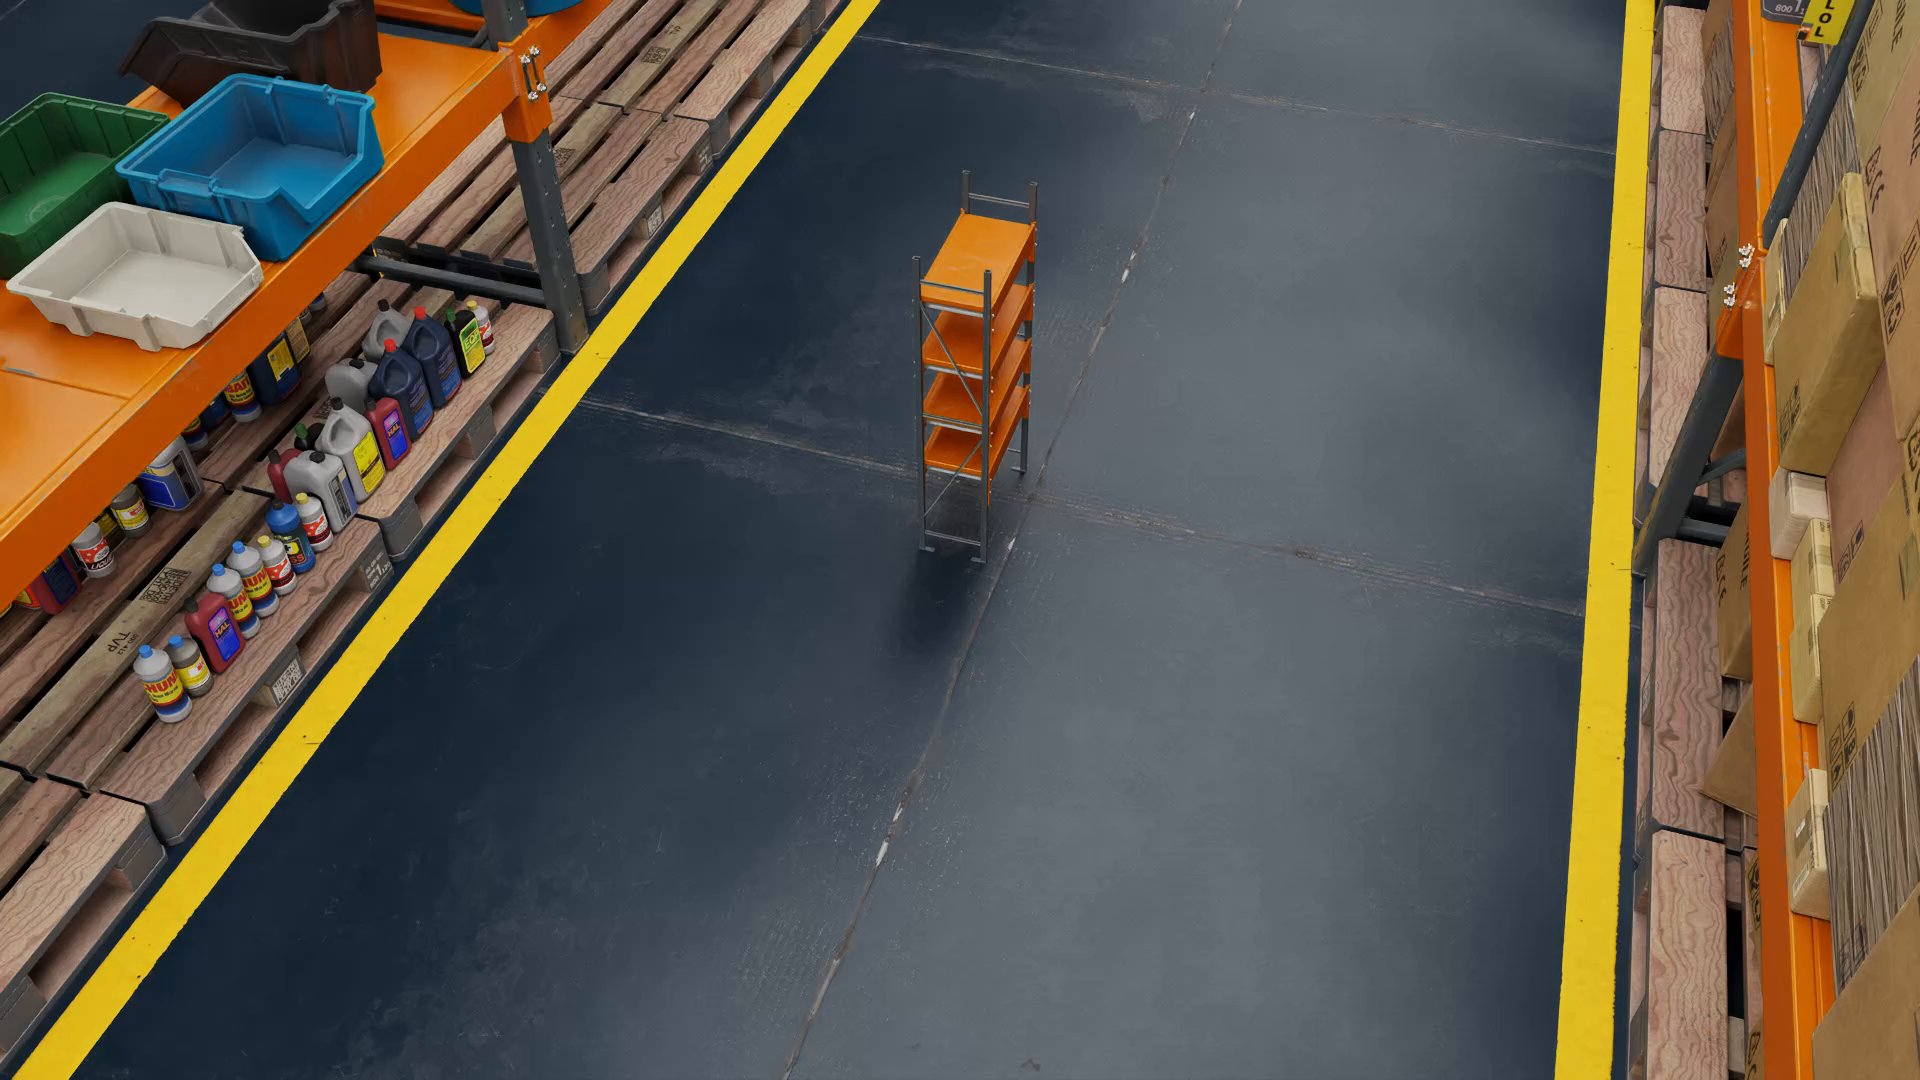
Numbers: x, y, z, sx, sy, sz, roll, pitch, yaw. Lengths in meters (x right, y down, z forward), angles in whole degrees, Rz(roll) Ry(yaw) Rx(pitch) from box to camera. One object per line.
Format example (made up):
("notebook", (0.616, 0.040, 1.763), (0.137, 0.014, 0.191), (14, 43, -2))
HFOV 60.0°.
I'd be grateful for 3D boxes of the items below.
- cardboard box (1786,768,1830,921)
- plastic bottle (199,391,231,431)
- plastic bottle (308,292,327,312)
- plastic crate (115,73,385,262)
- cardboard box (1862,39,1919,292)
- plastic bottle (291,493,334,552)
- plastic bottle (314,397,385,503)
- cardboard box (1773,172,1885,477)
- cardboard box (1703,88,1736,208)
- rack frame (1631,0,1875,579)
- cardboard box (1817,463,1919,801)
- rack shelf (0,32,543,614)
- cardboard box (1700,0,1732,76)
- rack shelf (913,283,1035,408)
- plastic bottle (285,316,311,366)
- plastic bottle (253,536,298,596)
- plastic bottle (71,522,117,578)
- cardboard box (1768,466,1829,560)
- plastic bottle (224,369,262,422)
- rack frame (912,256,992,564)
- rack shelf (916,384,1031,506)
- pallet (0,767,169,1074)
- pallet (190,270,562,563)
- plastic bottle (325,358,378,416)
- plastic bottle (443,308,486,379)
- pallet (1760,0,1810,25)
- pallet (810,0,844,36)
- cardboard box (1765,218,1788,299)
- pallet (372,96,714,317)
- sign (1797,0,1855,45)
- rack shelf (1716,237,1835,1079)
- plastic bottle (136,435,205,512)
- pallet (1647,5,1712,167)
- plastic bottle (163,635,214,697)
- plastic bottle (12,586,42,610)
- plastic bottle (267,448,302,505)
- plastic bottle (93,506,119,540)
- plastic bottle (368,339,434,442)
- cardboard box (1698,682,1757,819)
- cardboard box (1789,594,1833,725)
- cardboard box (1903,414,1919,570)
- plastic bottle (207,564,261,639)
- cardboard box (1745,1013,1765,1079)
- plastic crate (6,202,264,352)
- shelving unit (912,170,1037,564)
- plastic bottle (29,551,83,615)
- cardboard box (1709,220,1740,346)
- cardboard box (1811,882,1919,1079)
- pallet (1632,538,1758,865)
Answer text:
("cardboard box", (1.797, 0.614, 3.157), (0.380, 0.149, 0.250), (13, 46, 13))
("plastic bottle", (-2.653, -0.570, 5.767), (0.144, 0.351, 0.185), (11, 45, 11))
("plastic bottle", (-2.470, -0.998, 6.261), (0.097, 0.271, 0.097), (0, 44, 0))
("plastic crate", (-2.032, -1.087, 4.822), (0.499, 0.251, 0.616), (13, 46, 13))
("cardboard box", (2.236, -0.806, 3.430), (0.500, 0.500, 0.500), (13, 46, 13))
("plastic bottle", (-2.095, -0.067, 5.360), (0.097, 0.201, 0.097), (0, 44, 0))
("plastic bottle", (-2.032, -0.312, 5.504), (0.144, 0.351, 0.185), (12, 46, 12))
("cardboard box", (2.384, -0.416, 3.746), (0.875, 0.500, 0.500), (13, 46, 13))
("cardboard box", (3.471, -1.614, 6.727), (0.700, 0.500, 0.500), (16, 47, 16))
("rack frame", (2.764, -0.886, 4.511), (1.000, 3.000, 0.127), (13, 46, 13))
("cardboard box", (2.138, 0.264, 3.052), (0.875, 0.500, 0.500), (13, 46, 13))
("rack shelf", (-2.562, -0.345, 4.472), (1.077, 0.370, 4.000), (13, 46, 13))
("cardboard box", (3.792, -2.365, 7.495), (0.700, 0.500, 0.500), (10, 45, 10))
("rack shelf", (0.050, -0.651, 5.334), (0.258, 0.148, 0.480), (13, 46, 13))
("plastic bottle", (-2.441, -0.759, 6.008), (0.061, 0.283, 0.133), (13, 46, 13))
("plastic bottle", (-2.157, 0.070, 5.220), (0.097, 0.201, 0.097), (0, 44, 0))
("plastic bottle", (-2.760, 0.016, 5.275), (0.097, 0.201, 0.097), (0, 44, 0))
("cardboard box", (2.094, -0.054, 3.840), (0.380, 0.149, 0.250), (13, 46, 13))
("plastic bottle", (-2.525, -0.545, 5.798), (0.097, 0.271, 0.097), (0, 44, 0))
("rack frame", (-0.024, -0.377, 5.277), (0.240, 1.200, 0.015), (13, 46, 13))
("rack shelf", (0.050, -0.349, 5.629), (0.258, 0.148, 0.480), (13, 46, 13))
("pallet", (-2.938, 1.127, 4.448), (1.003, 0.211, 1.213), (13, 46, 13))
("pallet", (-2.199, -0.500, 6.110), (1.003, 0.211, 1.213), (13, 46, 13))
("plastic bottle", (-2.083, -0.515, 5.765), (0.152, 0.276, 0.135), (13, 46, 13))
("plastic bottle", (-1.787, -0.731, 5.980), (0.061, 0.283, 0.133), (15, 46, 15))
("pallet", (3.415, -2.156, 5.945), (1.003, 0.211, 1.213), (13, 46, 13))
("pallet", (-1.016, -3.097, 8.764), (1.003, 0.211, 1.213), (13, 46, 13))
("cardboard box", (2.413, -0.717, 4.517), (0.380, 0.149, 0.250), (13, 46, 13))
("pallet", (-1.755, -1.470, 7.102), (1.003, 0.211, 1.213), (13, 46, 13))
("sign", (2.234, -1.415, 4.224), (0.100, 0.325, 0.005), (13, 46, 13))
("rack shelf", (2.159, 0.704, 3.400), (1.077, 0.370, 4.000), (13, 46, 13))
("plastic bottle", (-2.633, -0.245, 5.489), (0.152, 0.276, 0.135), (13, 46, 13))
("pallet", (3.738, -2.035, 7.679), (1.003, 0.211, 1.213), (13, 46, 13))
("plastic bottle", (-2.290, 0.362, 4.921), (0.097, 0.201, 0.097), (0, 44, 0))
("plastic bottle", (-2.927, 0.068, 5.169), (0.152, 0.276, 0.135), (13, 46, 13))
("plastic bottle", (-2.187, -0.203, 5.440), (0.061, 0.283, 0.133), (13, 46, 13))
("plastic bottle", (-2.838, -0.162, 5.351), (0.144, 0.351, 0.185), (14, 46, 14))
("plastic bottle", (-1.935, -0.527, 5.724), (0.144, 0.351, 0.185), (10, 45, 10))
("cardboard box", (2.439, 0.499, 4.583), (0.500, 0.500, 0.500), (27, 50, 25))
("cardboard box", (1.971, 0.286, 3.493), (0.380, 0.149, 0.250), (13, 46, 13))
("cardboard box", (1.943, -0.137, 2.746), (0.500, 0.500, 0.500), (13, 46, 13))
("plastic bottle", (-2.218, 0.178, 5.060), (0.097, 0.271, 0.097), (0, 44, 0))
("cardboard box", (2.114, 1.292, 3.772), (0.500, 0.500, 0.500), (17, 47, 16))
("plastic crate", (-2.206, -0.705, 4.514), (0.530, 0.136, 0.437), (13, 46, 13))
("shelving unit", (0.050, -0.539, 5.443), (0.258, 1.200, 0.503), (13, 46, 13))
("plastic bottle", (-2.825, 0.088, 5.143), (0.061, 0.283, 0.133), (13, 46, 13))
("cardboard box", (3.133, -0.869, 5.966), (0.700, 0.500, 0.500), (12, 46, 12))
("cardboard box", (1.783, 0.919, 2.382), (0.875, 0.500, 0.500), (13, 46, 13))
("pallet", (2.595, 0.566, 5.021), (1.003, 0.211, 1.213), (13, 46, 13))
